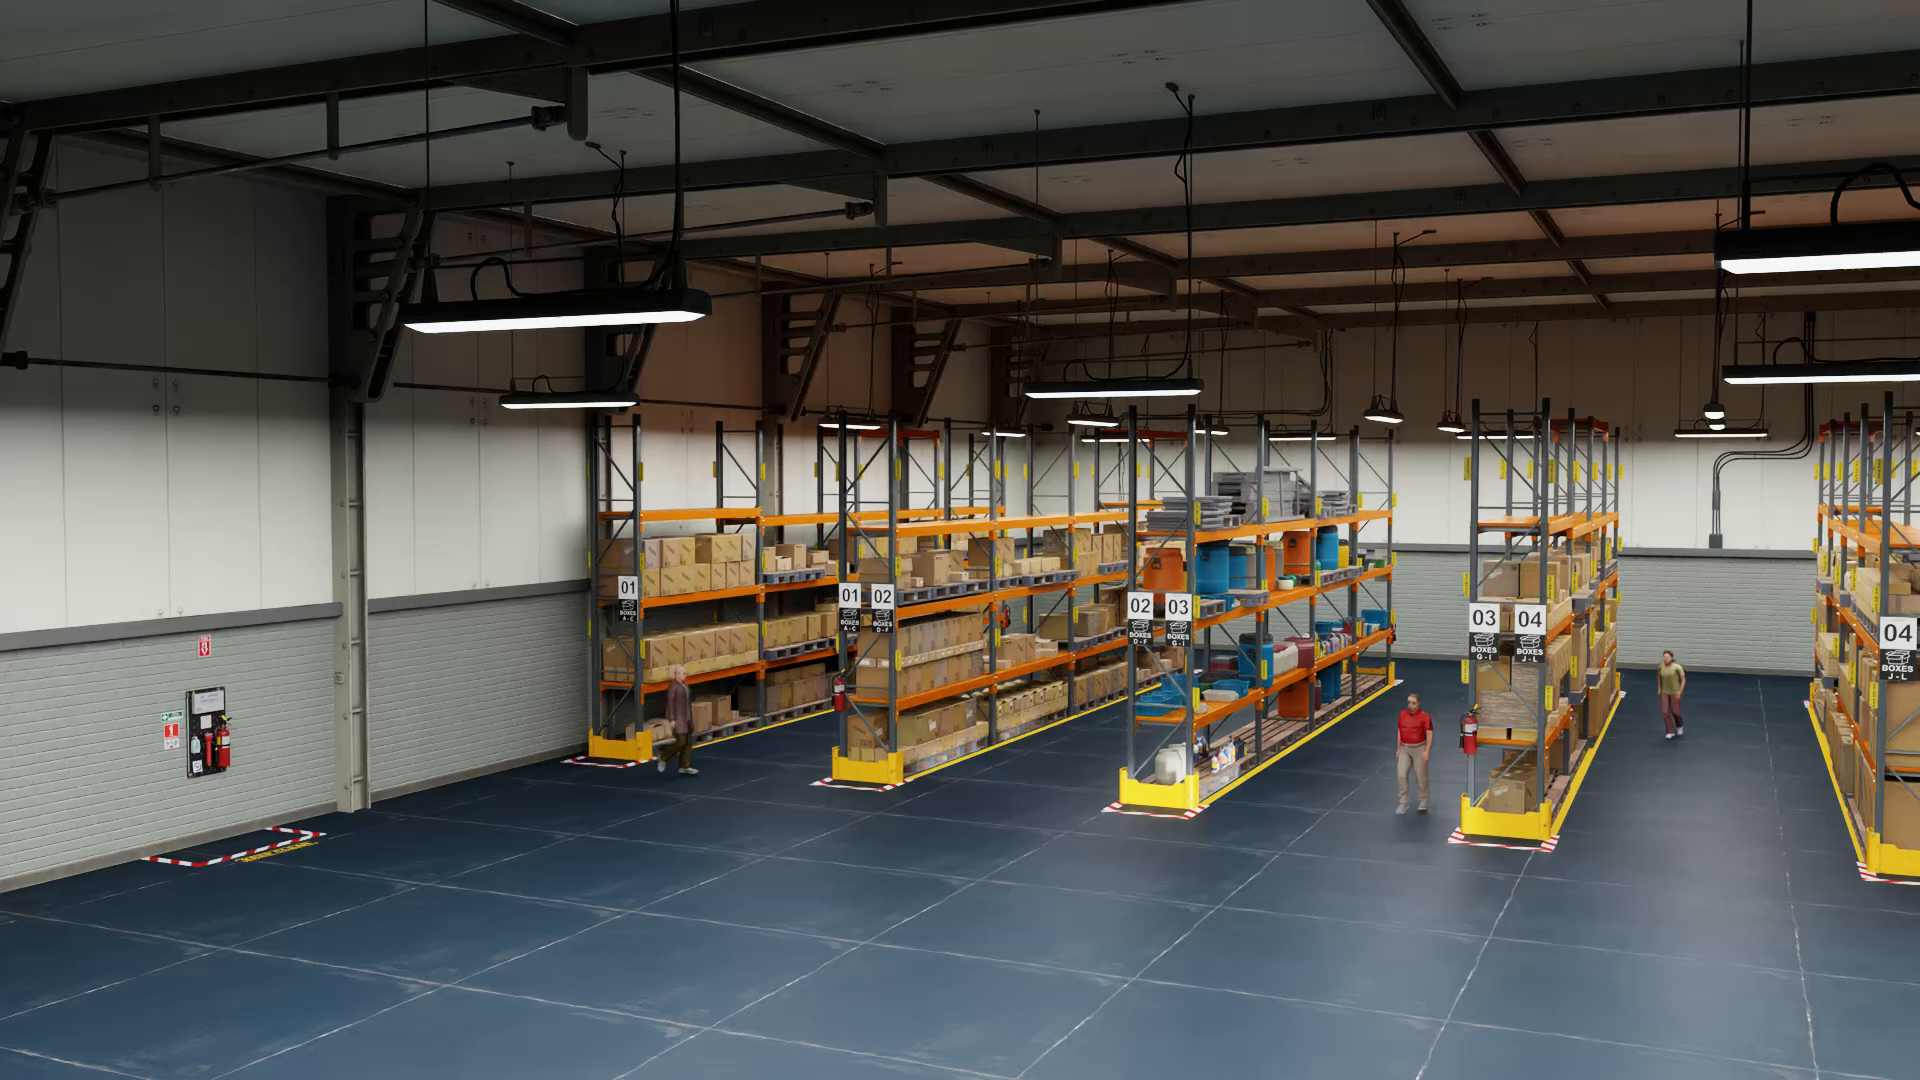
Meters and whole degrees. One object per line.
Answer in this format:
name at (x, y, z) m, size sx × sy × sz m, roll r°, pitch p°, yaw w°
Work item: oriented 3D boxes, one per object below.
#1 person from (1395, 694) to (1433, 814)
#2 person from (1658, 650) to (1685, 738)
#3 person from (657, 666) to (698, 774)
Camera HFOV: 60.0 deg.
person at (6.670, 3.144, 24.499) m, size 0.602 × 1.758 × 0.624 m, roll 2°, pitch 3°, yaw 41°
person at (13.447, 2.894, 31.380) m, size 0.512 × 1.652 × 0.600 m, roll 2°, pitch 3°, yaw 42°
person at (-4.641, 2.970, 27.435) m, size 0.666 × 1.771 × 0.604 m, roll 1°, pitch 2°, yaw 20°
